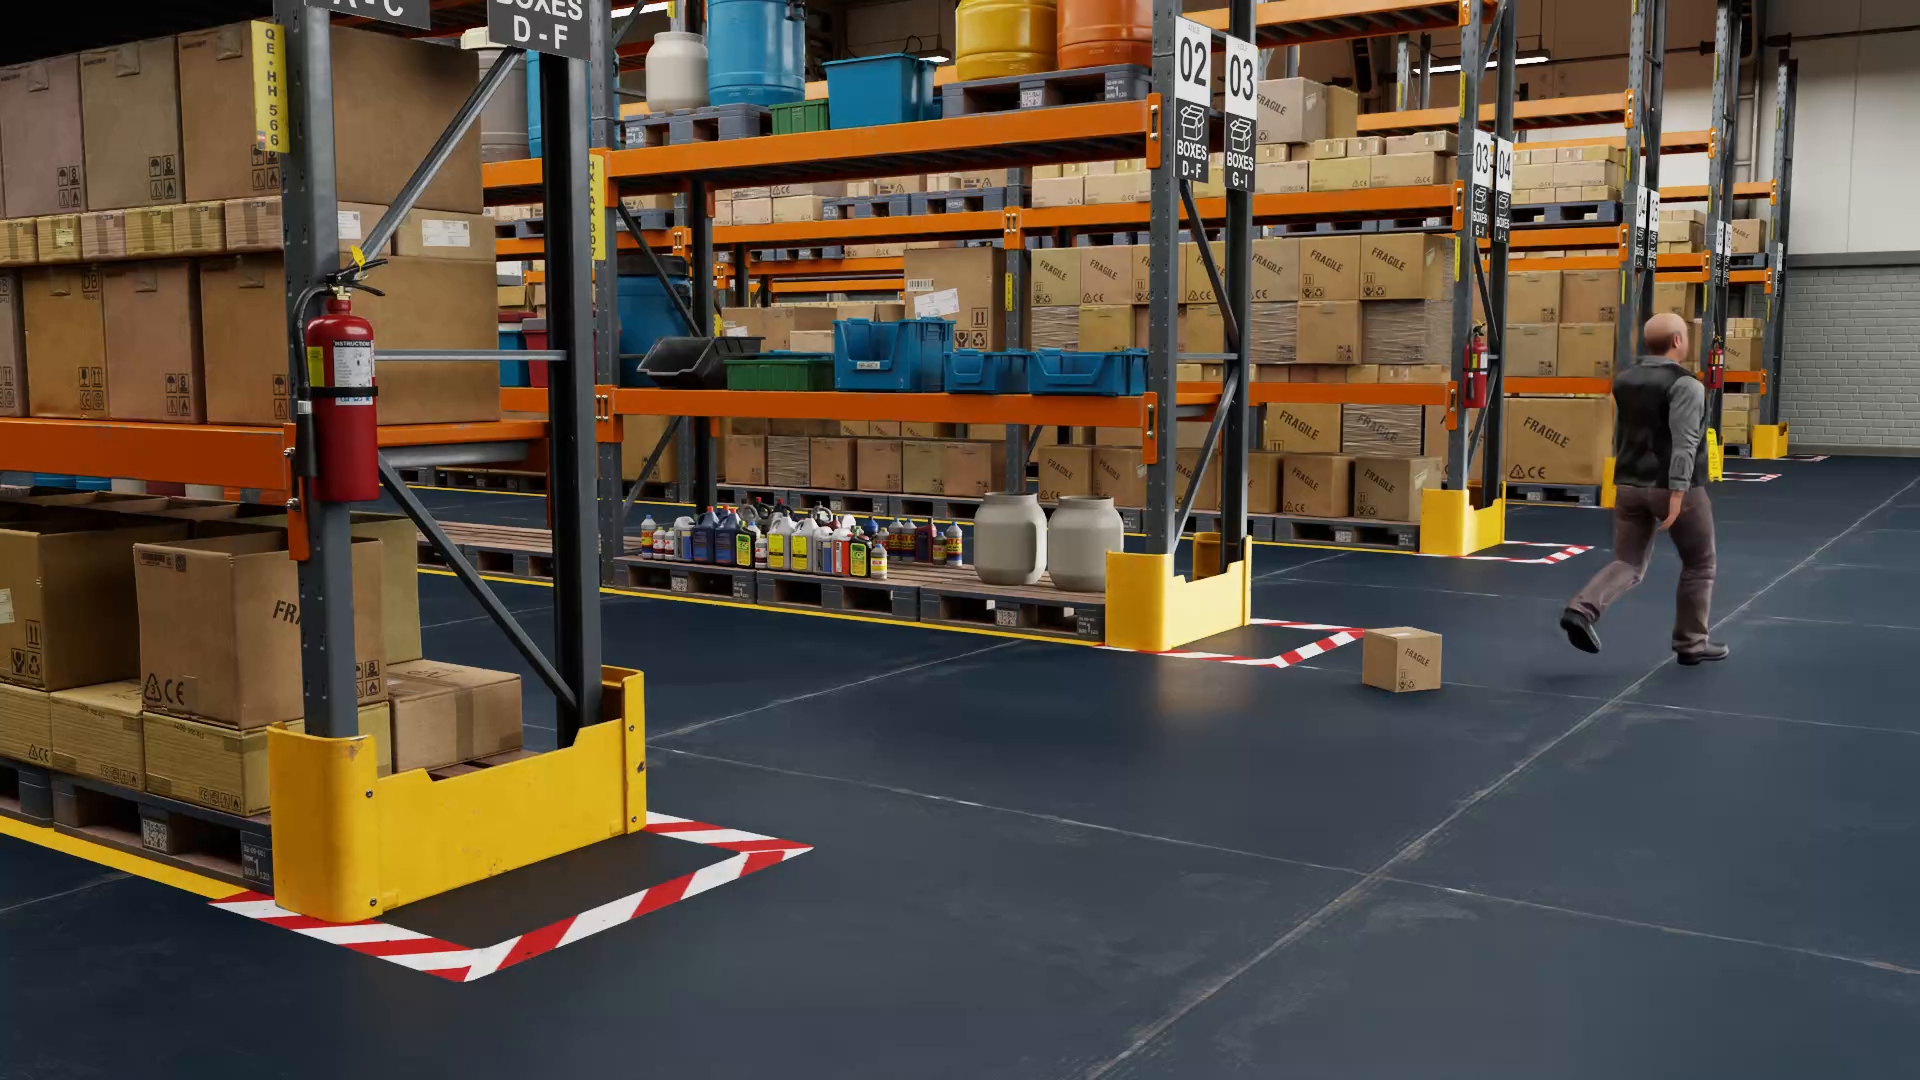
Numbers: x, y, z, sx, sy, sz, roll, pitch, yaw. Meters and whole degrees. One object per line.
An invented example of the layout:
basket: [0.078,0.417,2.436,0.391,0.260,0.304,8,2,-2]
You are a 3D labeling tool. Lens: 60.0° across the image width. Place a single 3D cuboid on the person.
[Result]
person: [3.315,-0.235,7.950,0.902,1.689,0.537,-3,7,-28]
